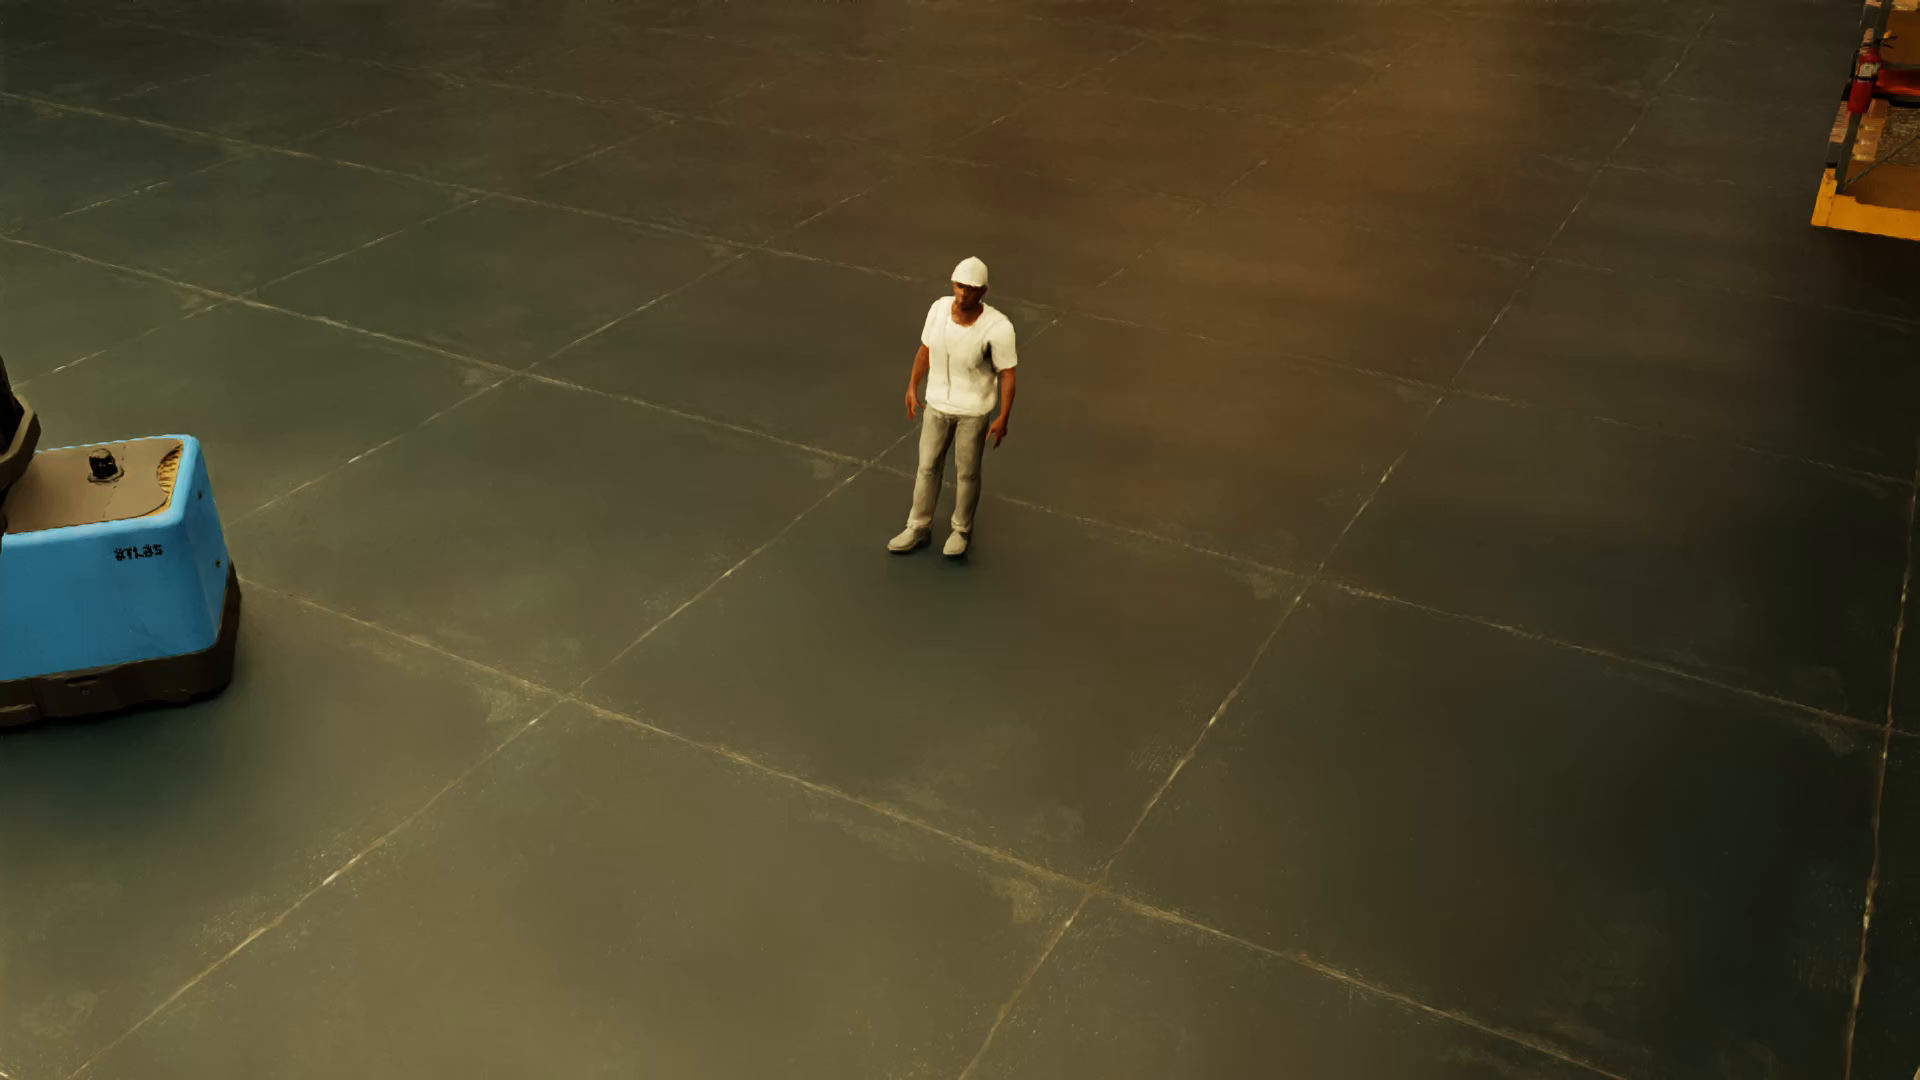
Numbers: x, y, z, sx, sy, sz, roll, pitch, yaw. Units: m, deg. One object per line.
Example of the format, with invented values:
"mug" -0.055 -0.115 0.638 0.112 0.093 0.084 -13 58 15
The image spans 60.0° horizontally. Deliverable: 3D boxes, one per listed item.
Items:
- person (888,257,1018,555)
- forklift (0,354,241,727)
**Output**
"person" -0.038 -0.742 9.507 0.665 1.766 0.576 15 33 25
"forklift" -5.360 -0.478 7.899 3.031 2.935 1.130 -9 31 -14
